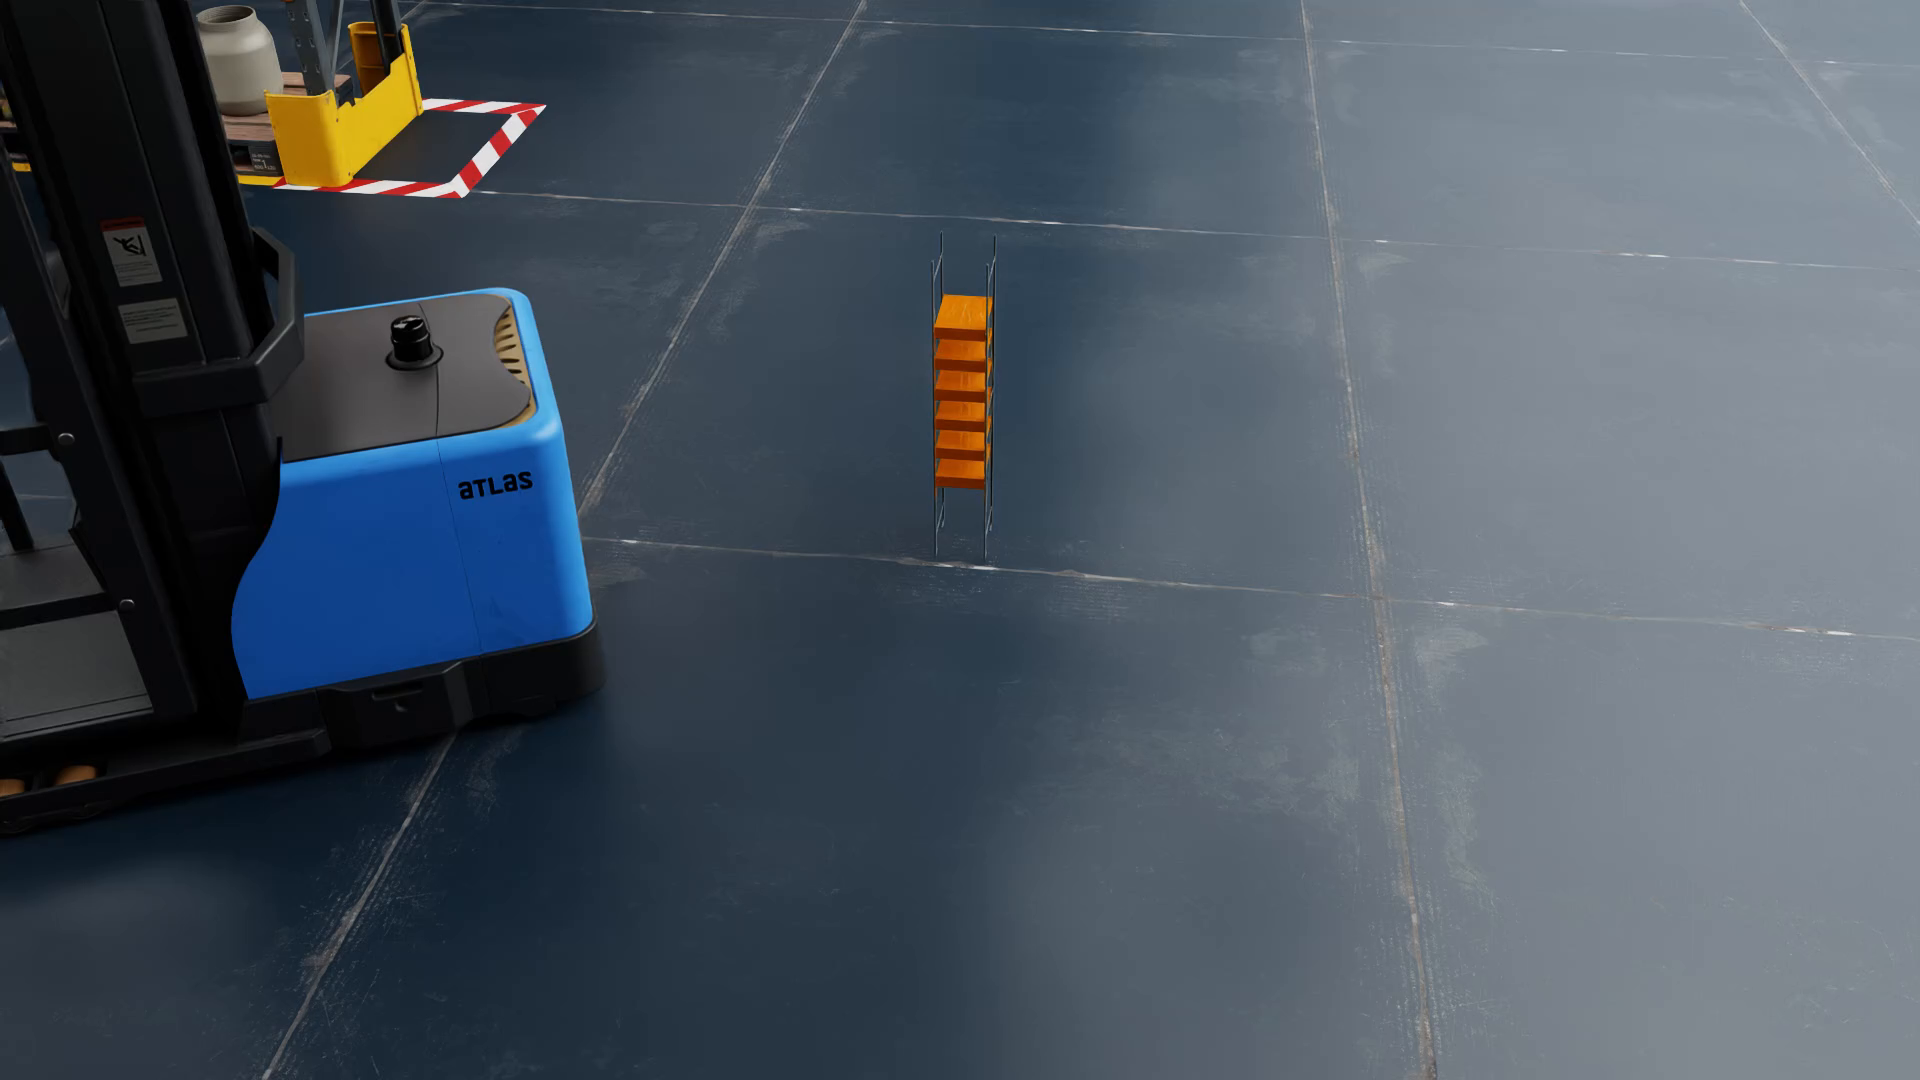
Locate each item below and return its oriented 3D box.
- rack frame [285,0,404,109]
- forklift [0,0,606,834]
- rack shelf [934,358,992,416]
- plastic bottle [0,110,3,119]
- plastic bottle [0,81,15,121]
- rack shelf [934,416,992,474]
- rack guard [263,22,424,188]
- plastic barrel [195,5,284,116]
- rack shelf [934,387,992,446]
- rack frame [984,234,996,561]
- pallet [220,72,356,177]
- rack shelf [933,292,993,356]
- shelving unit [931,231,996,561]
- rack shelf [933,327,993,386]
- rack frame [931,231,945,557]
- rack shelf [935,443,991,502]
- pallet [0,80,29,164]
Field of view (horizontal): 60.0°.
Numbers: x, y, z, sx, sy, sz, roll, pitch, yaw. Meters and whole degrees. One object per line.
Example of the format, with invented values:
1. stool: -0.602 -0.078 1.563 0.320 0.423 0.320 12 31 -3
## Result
1. rack frame: -3.312 -3.471 8.532 0.127 3.000 1.000 4 36 6
2. forklift: -2.744 -0.654 4.643 3.031 2.935 1.130 -11 37 -15
3. rack shelf: 0.014 -0.549 5.856 0.180 0.103 0.258 4 36 6
4. plastic bottle: -5.308 -2.426 9.027 0.133 0.283 0.061 5 36 7
5. plastic bottle: -5.190 -2.395 9.053 0.097 0.201 0.097 0 36 0
6. rack shelf: 0.014 -0.353 5.995 0.180 0.103 0.258 4 36 6
7. rack guard: -3.393 -2.432 9.228 0.348 0.500 1.175 4 36 6
8. plastic barrel: -3.975 -2.634 9.139 0.421 0.512 0.421 0 36 0
9. rack shelf: 0.014 -0.451 5.926 0.180 0.103 0.258 4 36 6
10. rack frame: 0.105 -0.481 5.890 0.006 1.200 0.240 4 36 6
11. pallet: -4.199 -2.378 9.400 1.213 0.211 1.003 4 36 6
12. rack shelf: 0.014 -0.744 5.717 0.180 0.103 0.258 4 36 6
13. shelving unit: 0.014 -0.487 5.900 0.189 1.200 0.258 4 36 6
14. rack shelf: 0.014 -0.646 5.786 0.180 0.103 0.258 4 36 6
15. rack frame: -0.076 -0.494 5.909 0.006 1.200 0.240 4 36 6
16. rack shelf: 0.014 -0.256 6.065 0.180 0.103 0.258 4 36 6
17. pallet: -5.405 -2.470 9.529 1.213 0.211 1.003 4 36 6
